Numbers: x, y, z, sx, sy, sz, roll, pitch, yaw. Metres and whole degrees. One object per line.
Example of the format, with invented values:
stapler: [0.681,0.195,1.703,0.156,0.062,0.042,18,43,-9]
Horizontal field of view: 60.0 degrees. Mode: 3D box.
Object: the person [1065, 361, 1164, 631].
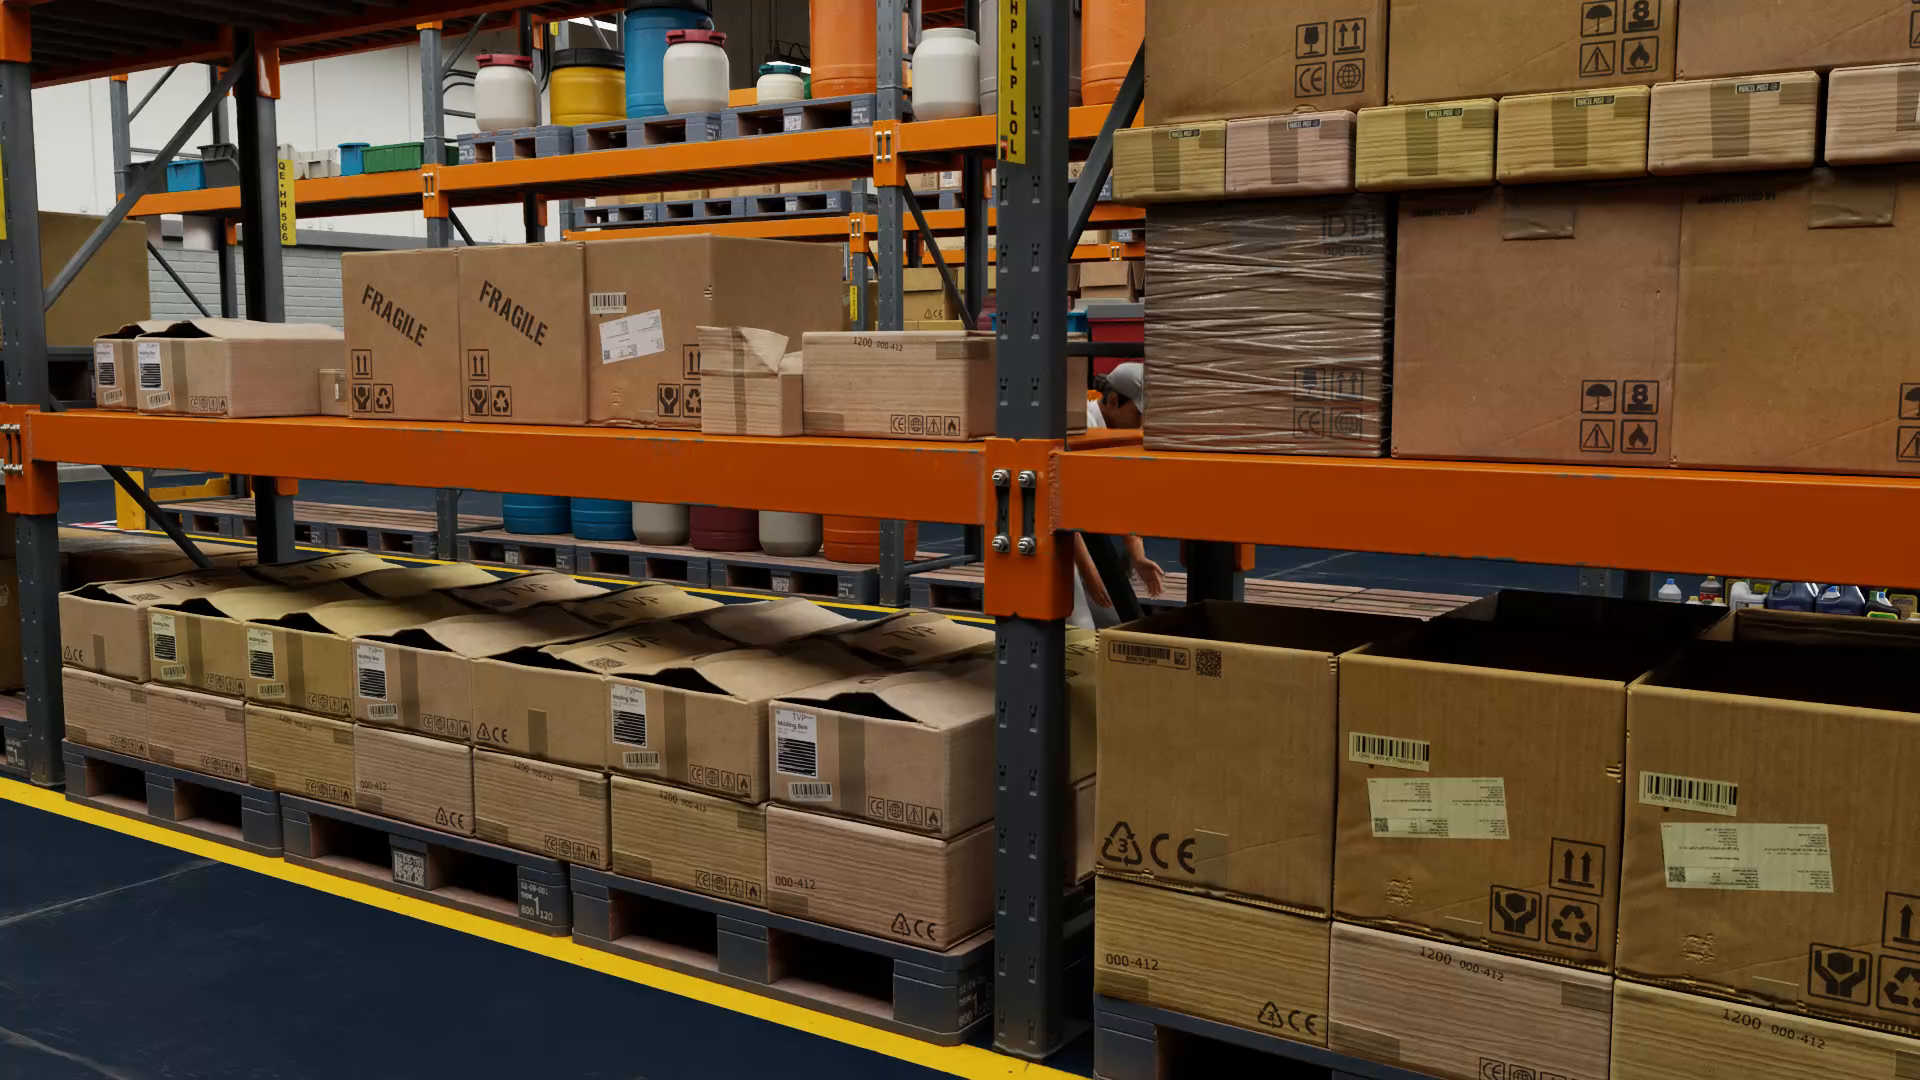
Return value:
person: [0.462,0.082,6.152,0.652,1.480,0.528,4,8,34]
